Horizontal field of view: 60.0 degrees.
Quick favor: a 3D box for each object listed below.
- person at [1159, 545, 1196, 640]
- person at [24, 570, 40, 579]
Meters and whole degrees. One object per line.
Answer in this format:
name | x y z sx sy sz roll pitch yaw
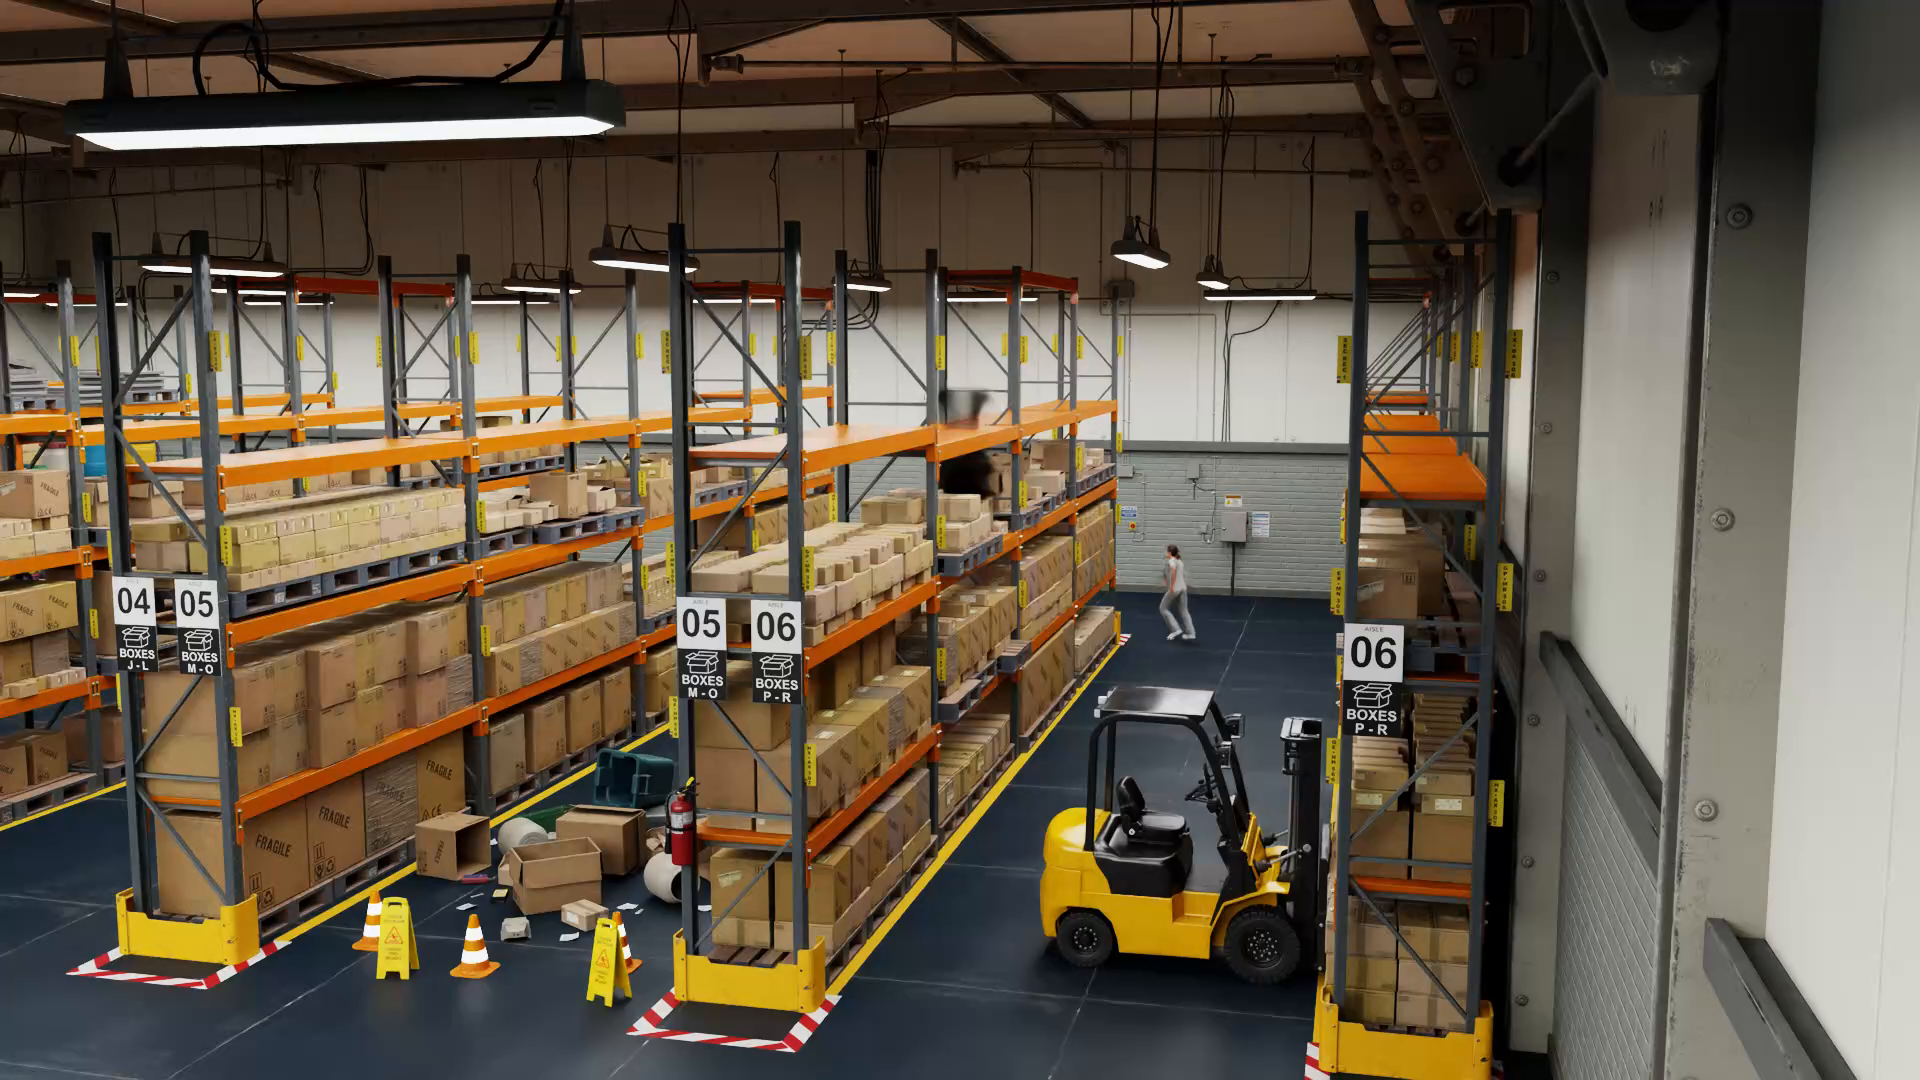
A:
person | 3.734 0.916 28.343 0.528 1.637 0.757 -6 9 -38
person | -14.944 1.096 27.130 0.721 1.561 0.978 0 7 0
